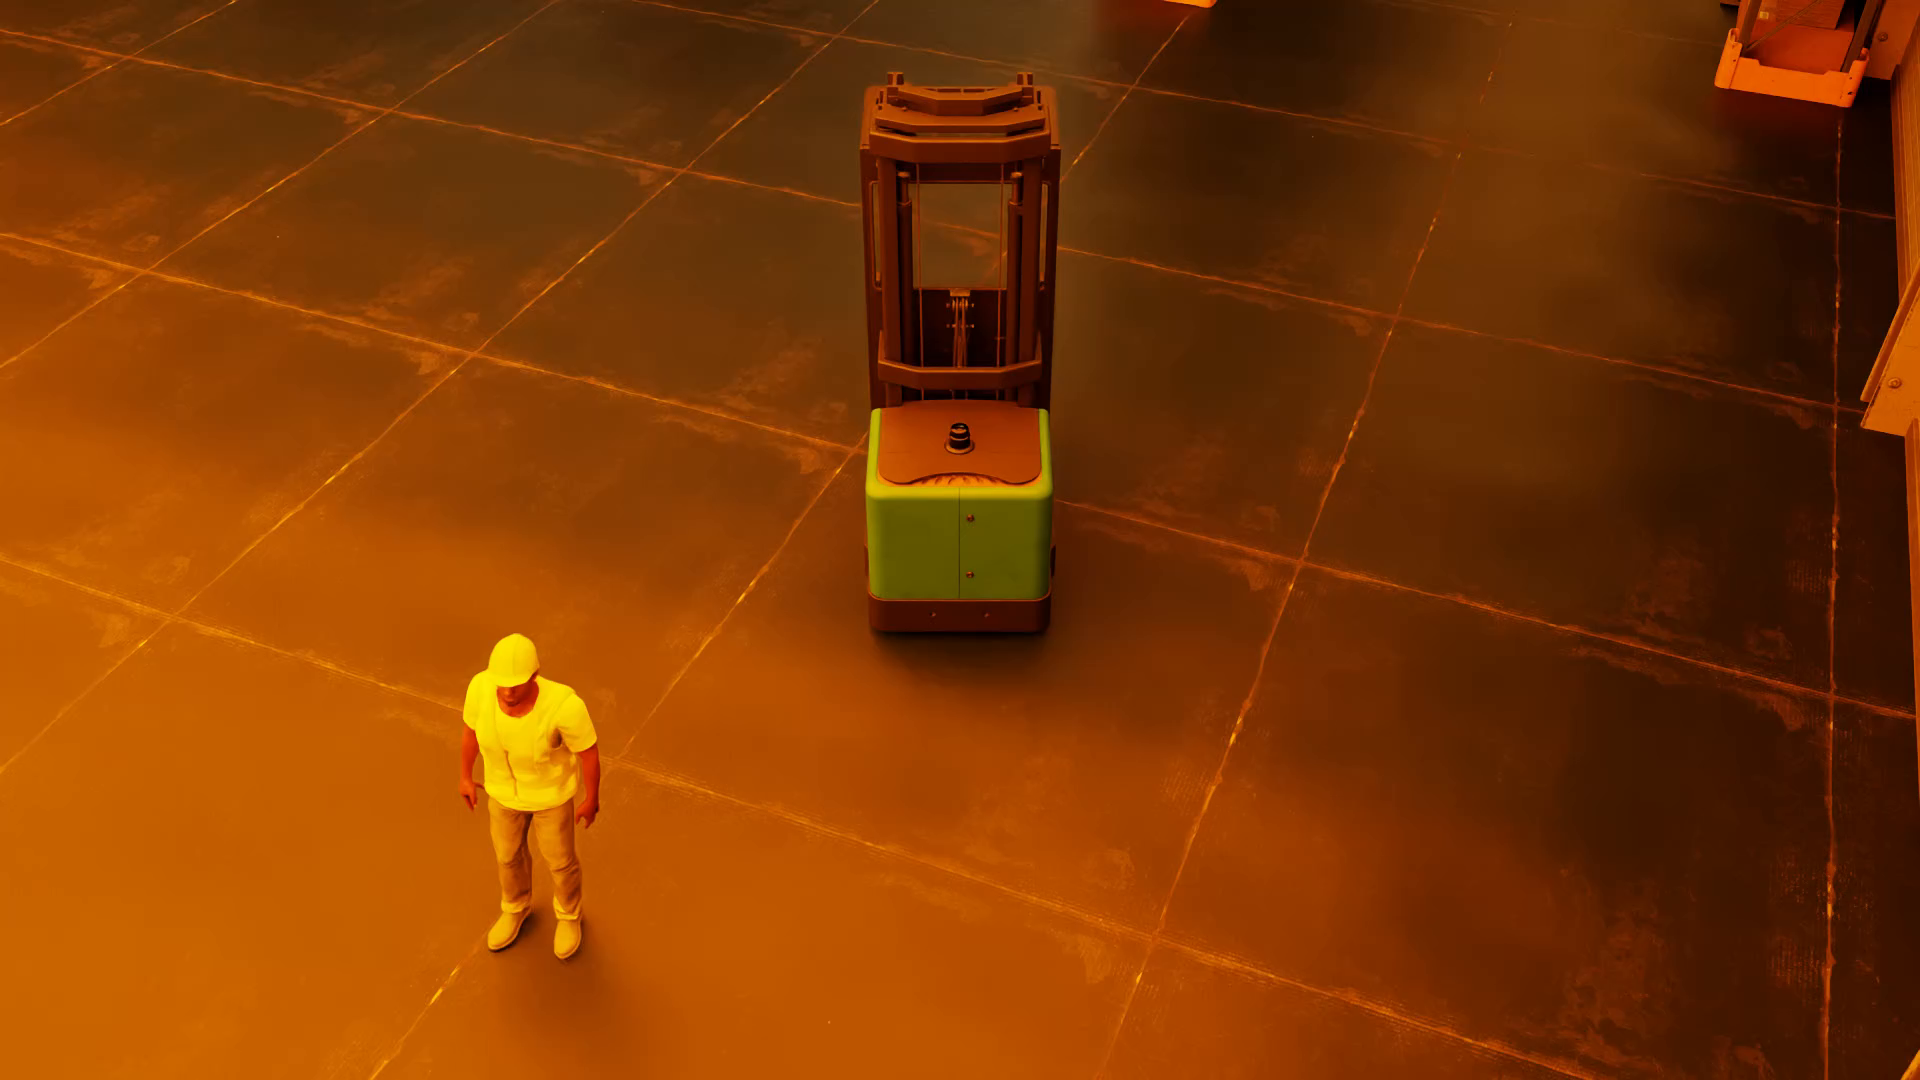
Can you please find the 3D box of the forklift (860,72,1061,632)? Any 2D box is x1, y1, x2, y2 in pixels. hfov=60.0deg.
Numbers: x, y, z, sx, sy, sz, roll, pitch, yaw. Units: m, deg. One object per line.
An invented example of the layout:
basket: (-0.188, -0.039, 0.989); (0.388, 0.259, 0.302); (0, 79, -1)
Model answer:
forklift: (0.002, -1.515, 9.816); (1.130, 2.935, 3.031); (0, 40, 0)

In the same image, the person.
person: (-1.960, 1.165, 7.525); (0.662, 1.776, 0.517); (8, 41, 9)
